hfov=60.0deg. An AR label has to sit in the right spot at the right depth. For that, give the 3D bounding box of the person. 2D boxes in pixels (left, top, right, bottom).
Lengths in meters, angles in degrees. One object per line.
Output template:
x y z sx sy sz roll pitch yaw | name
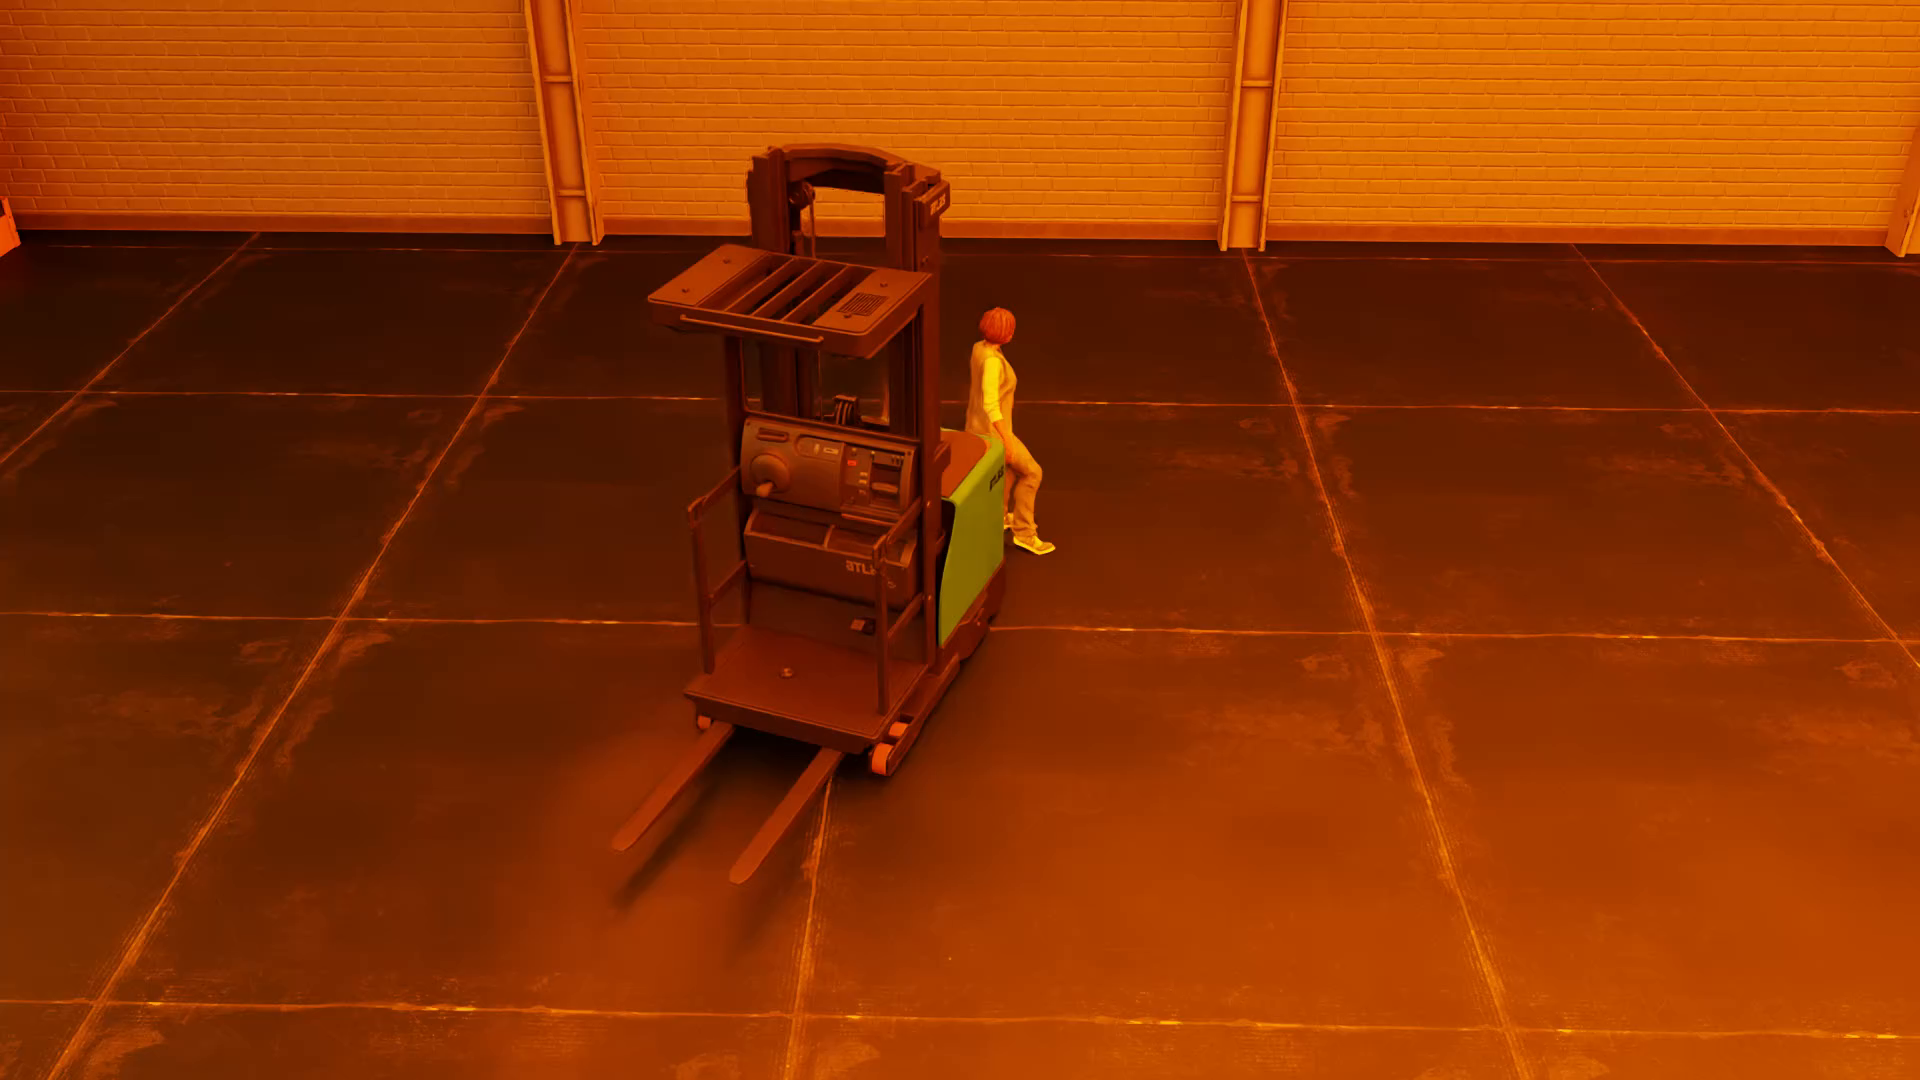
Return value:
0.295 -0.680 10.159 0.516 1.543 0.751 -5 31 -8 | person

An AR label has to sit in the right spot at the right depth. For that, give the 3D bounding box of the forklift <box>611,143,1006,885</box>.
-0.743 -0.304 8.130 1.130 2.935 3.031 11 32 18 | forklift
